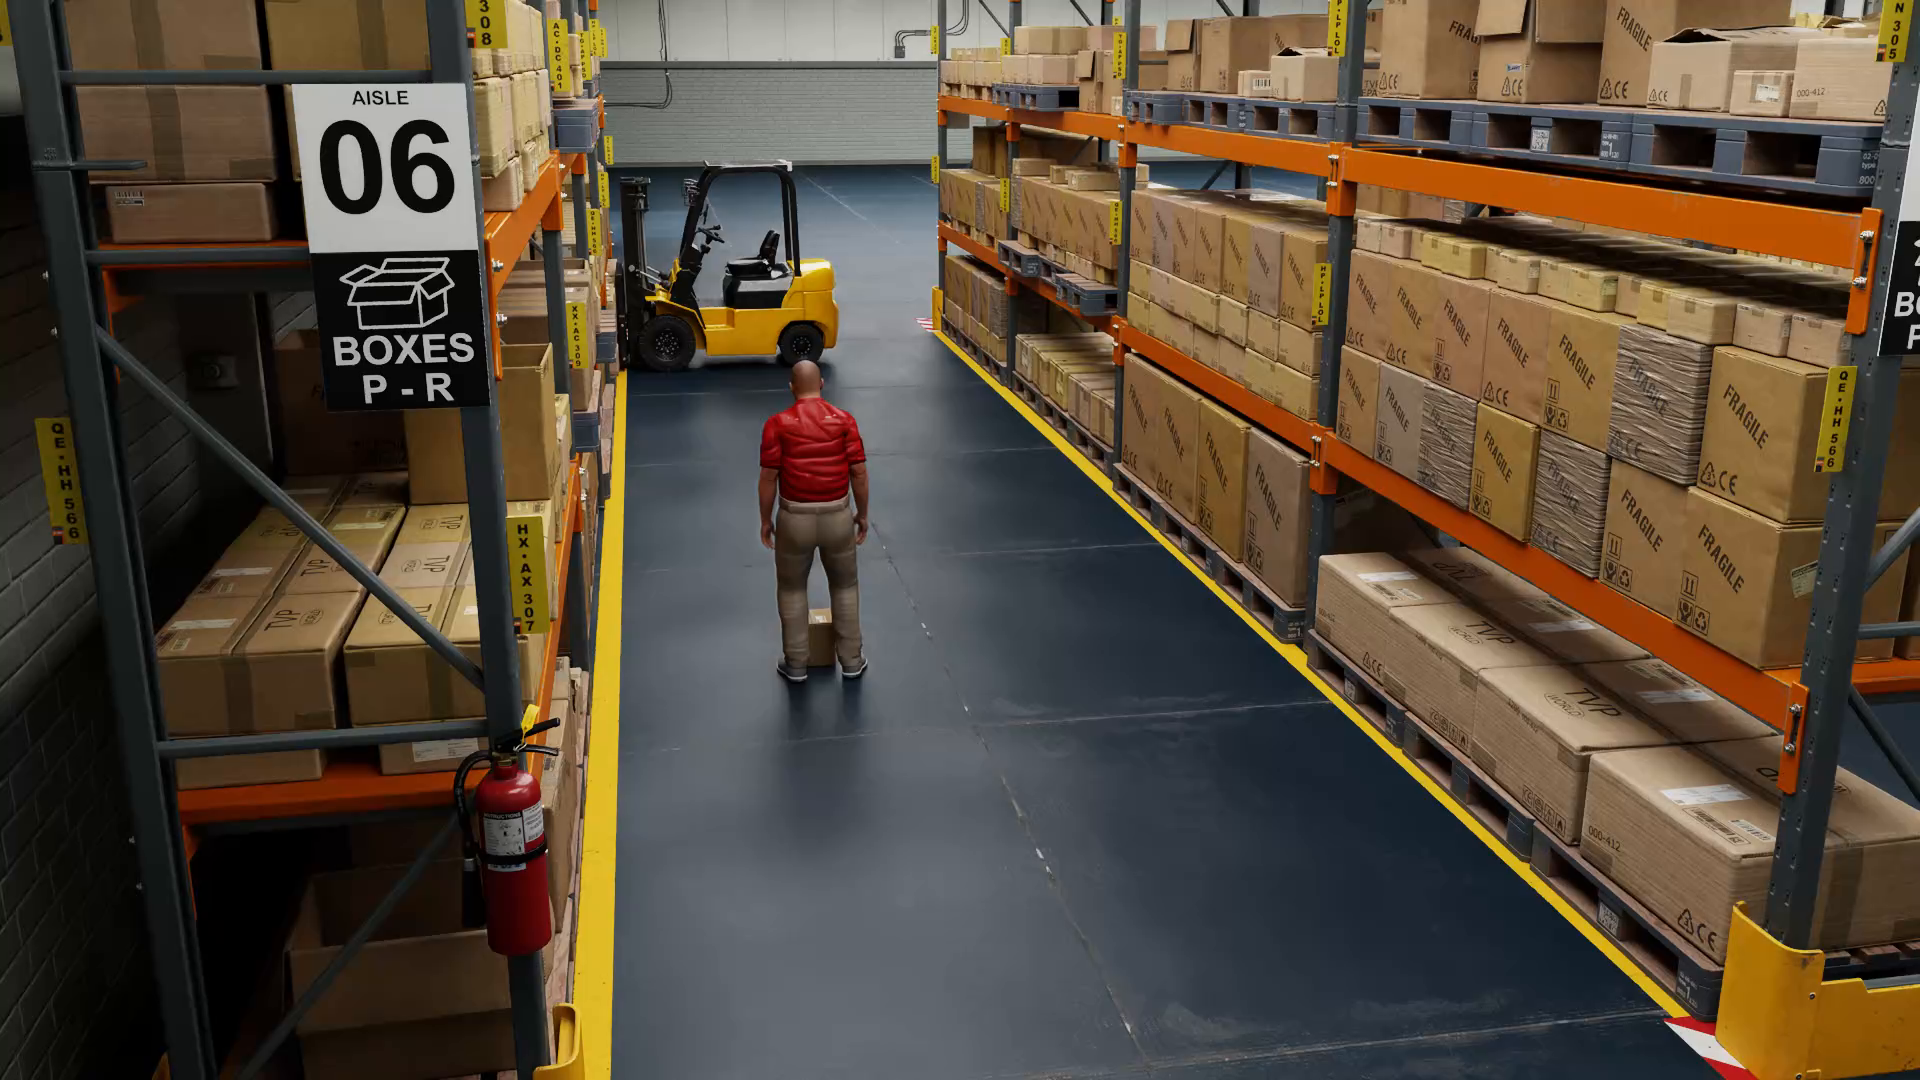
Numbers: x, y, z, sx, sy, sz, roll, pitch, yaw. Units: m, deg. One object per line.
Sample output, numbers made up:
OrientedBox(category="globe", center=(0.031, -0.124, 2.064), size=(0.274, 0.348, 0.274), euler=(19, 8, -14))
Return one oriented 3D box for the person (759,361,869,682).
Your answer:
OrientedBox(category="person", center=(-0.777, -0.094, 8.881), size=(0.586, 1.726, 0.396), euler=(-3, 17, -10))
